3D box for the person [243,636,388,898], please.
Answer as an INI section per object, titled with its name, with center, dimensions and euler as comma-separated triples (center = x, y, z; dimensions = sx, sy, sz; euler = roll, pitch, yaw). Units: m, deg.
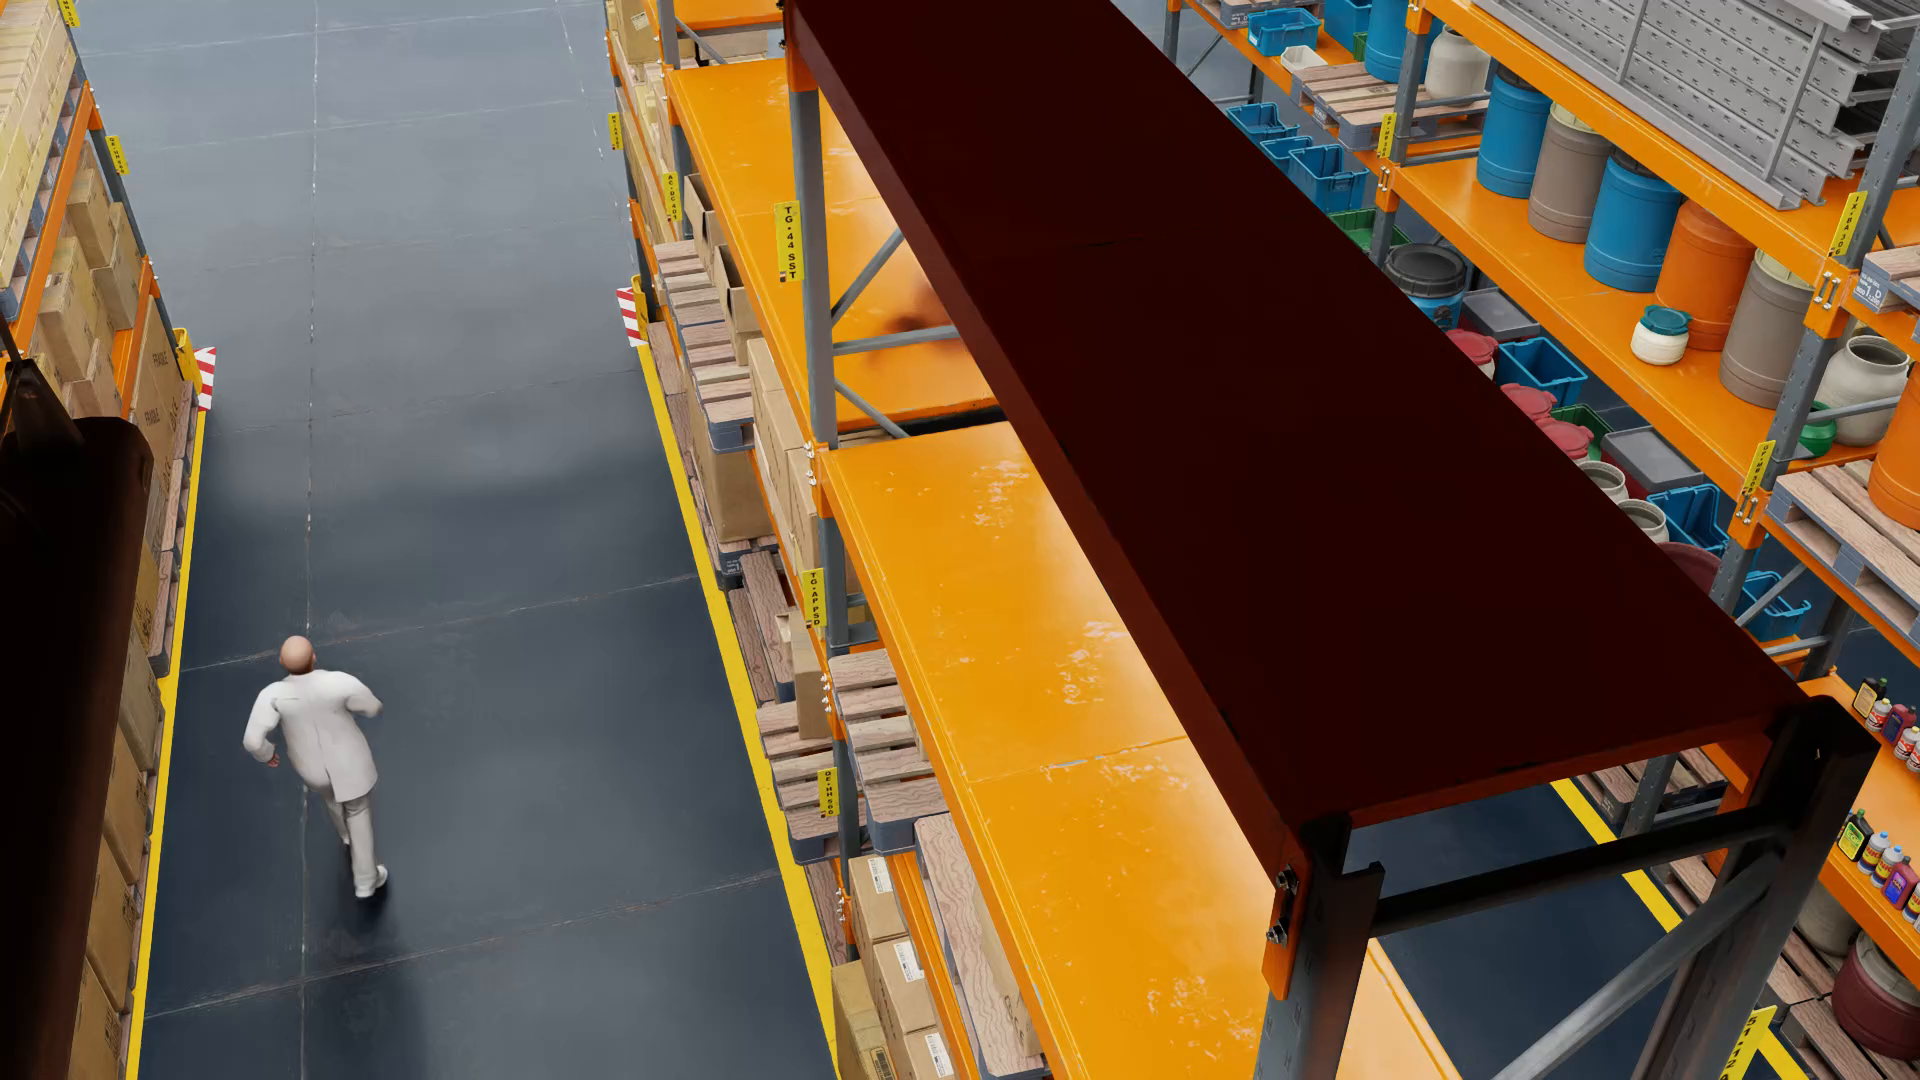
[person]
center = -3.694, 1.351, 9.769
dimensions = 0.738, 1.750, 0.883
euler = -7, 39, -9
